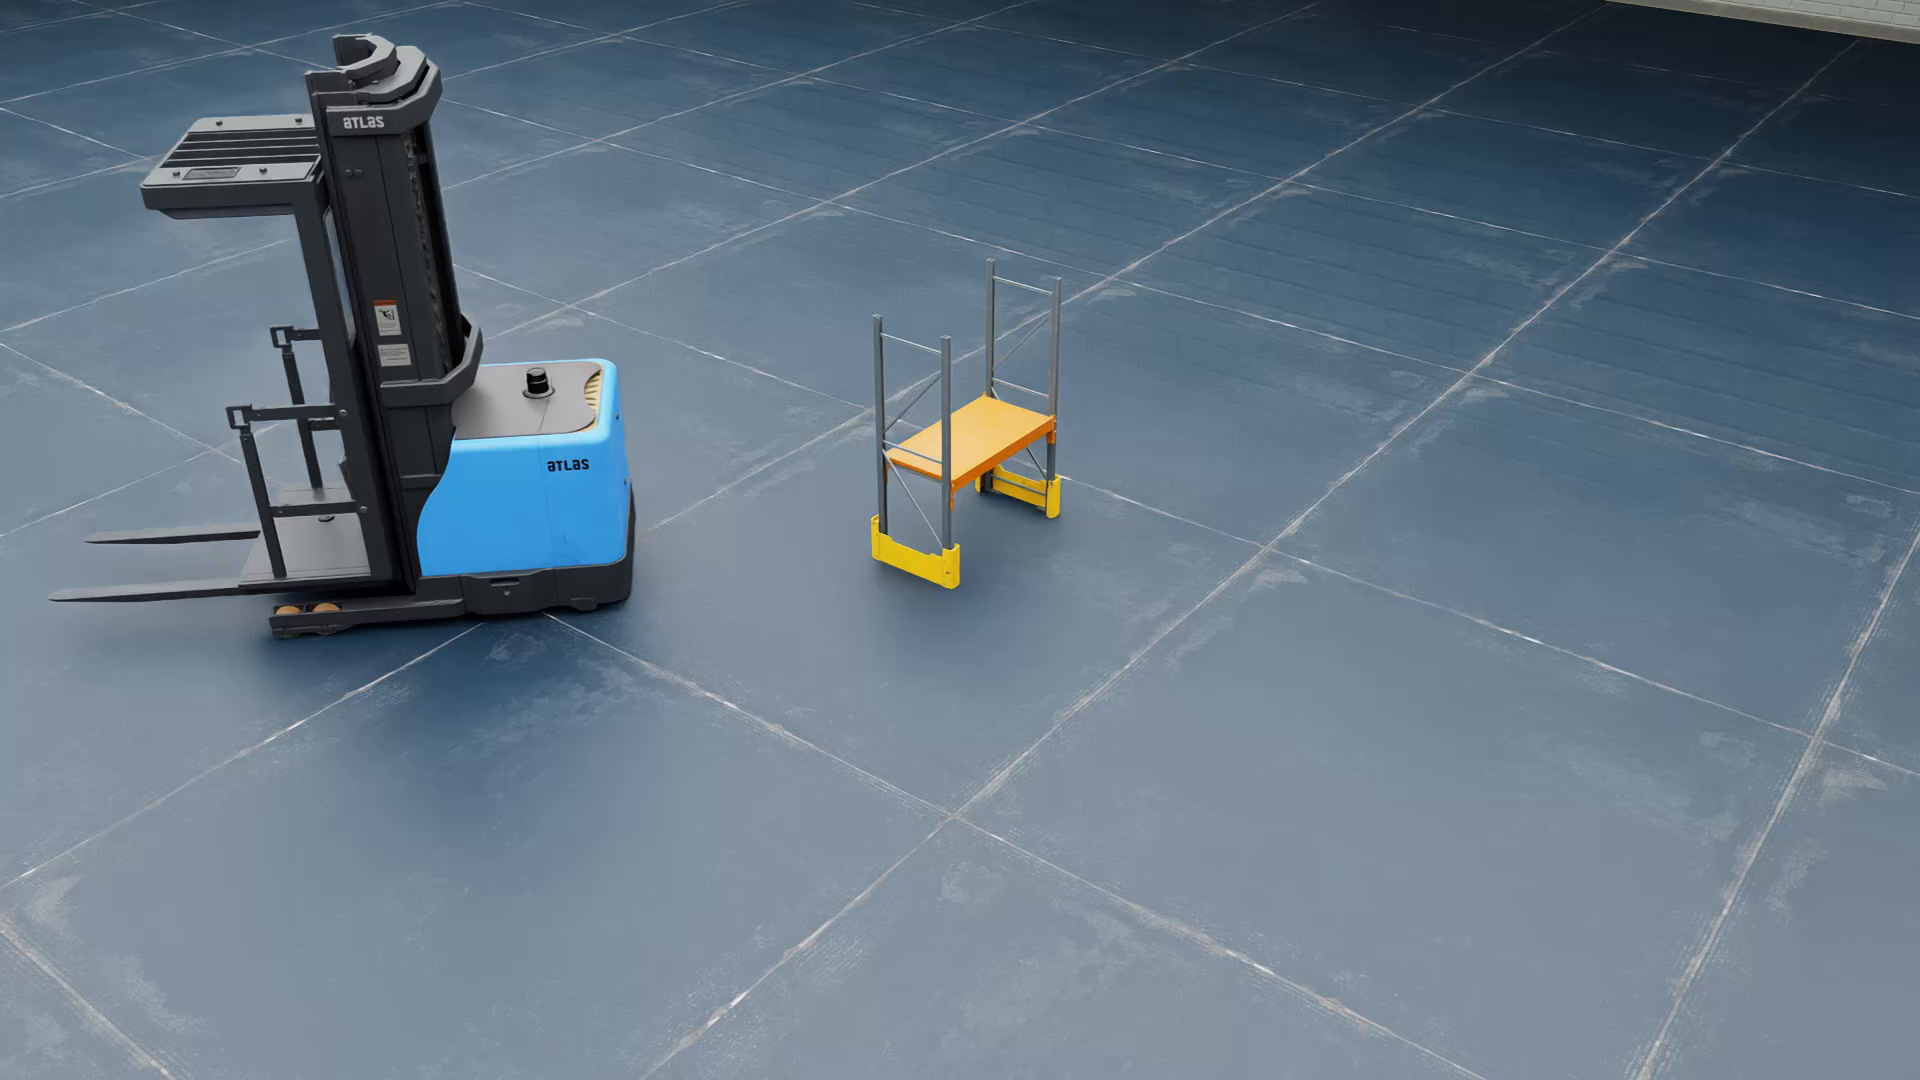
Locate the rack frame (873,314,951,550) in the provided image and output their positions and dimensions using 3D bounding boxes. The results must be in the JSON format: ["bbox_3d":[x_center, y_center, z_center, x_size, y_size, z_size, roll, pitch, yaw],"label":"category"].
[{"bbox_3d":[-0.255,-0.473,9.077,0.500,1.500,0.032,21,37,31],"label":"rack frame"}]

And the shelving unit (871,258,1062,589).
[{"bbox_3d":[0.046,-0.676,9.420,0.587,1.500,1.083,21,37,31],"label":"shelving unit"}]

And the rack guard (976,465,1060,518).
[{"bbox_3d":[0.347,-0.341,10.080,0.587,0.250,0.087,21,37,31],"label":"rack guard"}]

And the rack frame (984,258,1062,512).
[{"bbox_3d":[0.358,-0.887,9.775,0.500,1.500,0.032,21,37,31],"label":"rack frame"}]

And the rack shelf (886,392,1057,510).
[{"bbox_3d":[0.052,-0.525,9.518,0.538,0.185,1.000,21,37,31],"label":"rack shelf"}]

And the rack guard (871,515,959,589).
[{"bbox_3d":[-0.255,0.064,9.397,0.587,0.250,0.087,21,37,31],"label":"rack guard"}]

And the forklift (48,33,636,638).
[{"bbox_3d":[-3.366,-1.028,8.610,3.031,2.935,1.130,-4,31,-7],"label":"forklift"}]
